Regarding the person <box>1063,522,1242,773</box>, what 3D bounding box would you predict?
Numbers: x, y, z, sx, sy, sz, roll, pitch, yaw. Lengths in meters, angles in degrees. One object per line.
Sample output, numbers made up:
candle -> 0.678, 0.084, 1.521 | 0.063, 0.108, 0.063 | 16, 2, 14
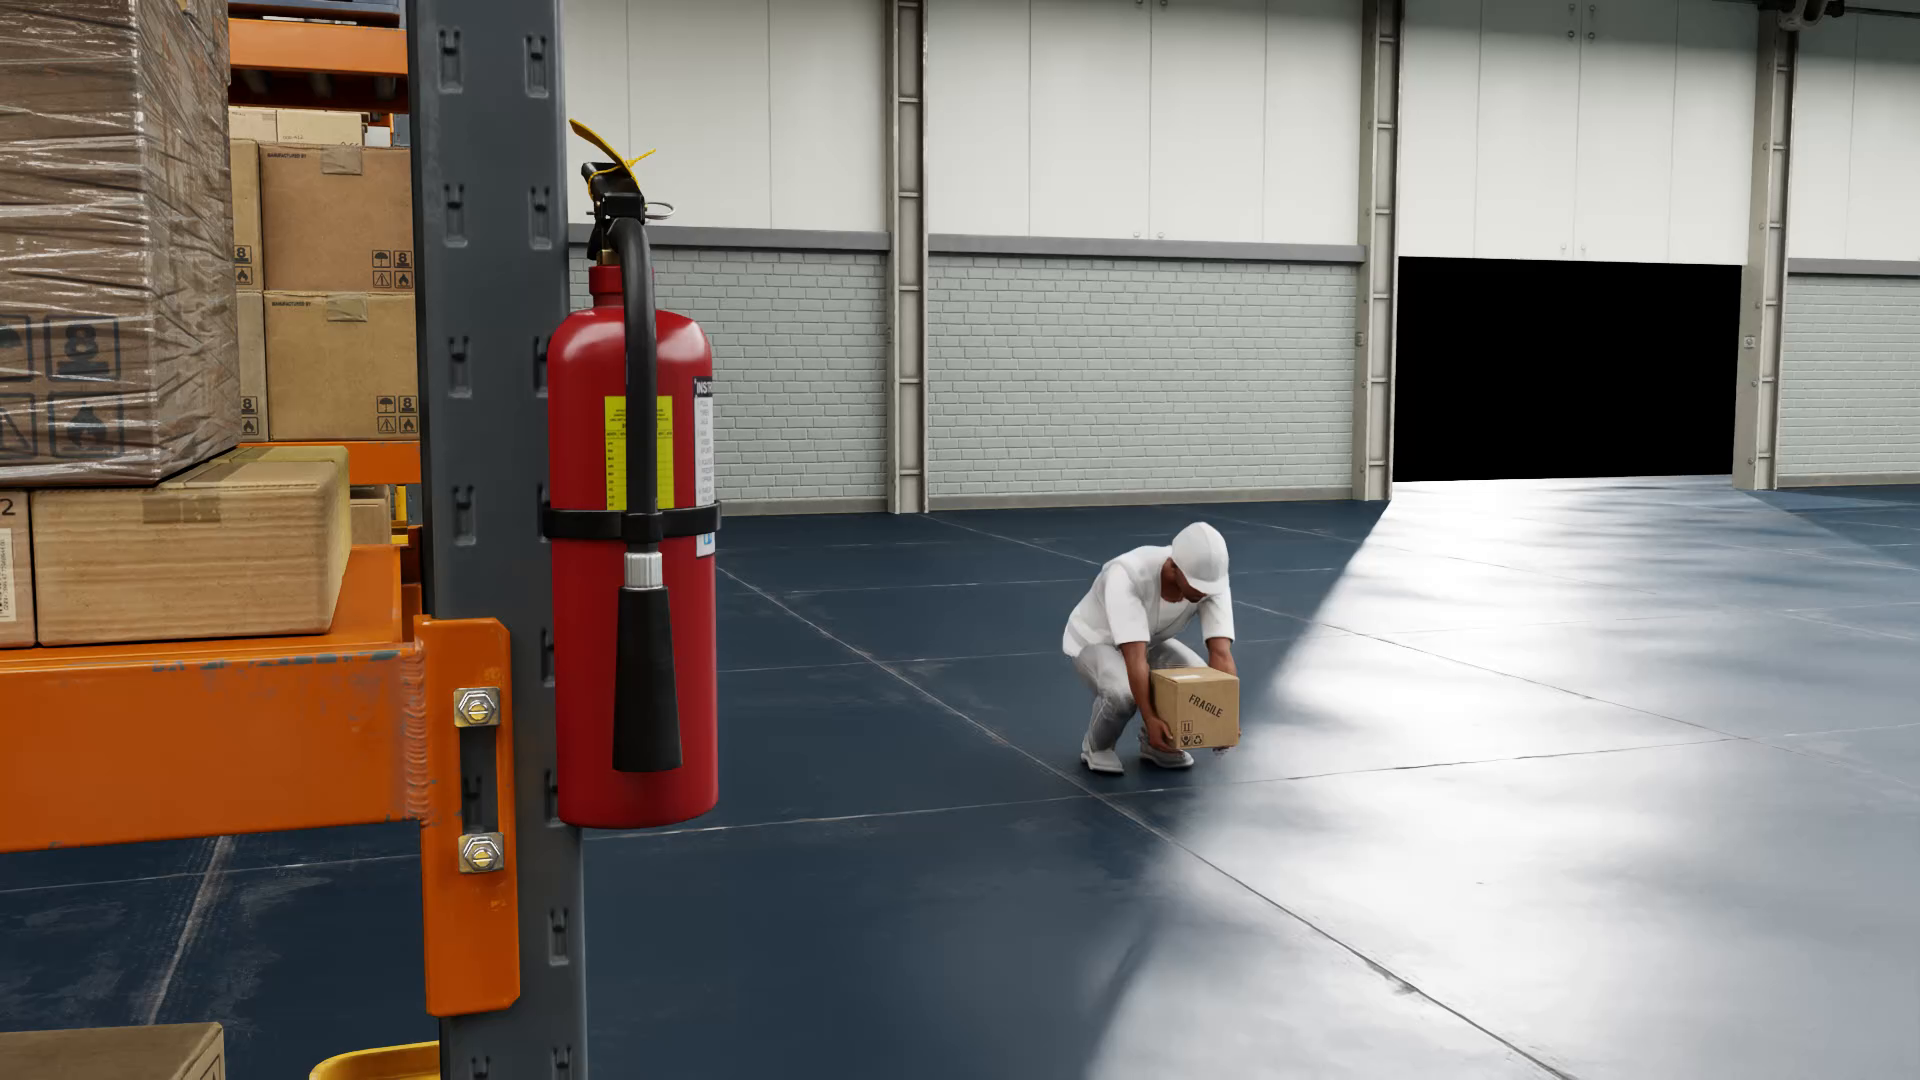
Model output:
person -> 0.769, 0.412, 6.438 | 0.546, 1.011, 0.902 | -2, 6, -20
